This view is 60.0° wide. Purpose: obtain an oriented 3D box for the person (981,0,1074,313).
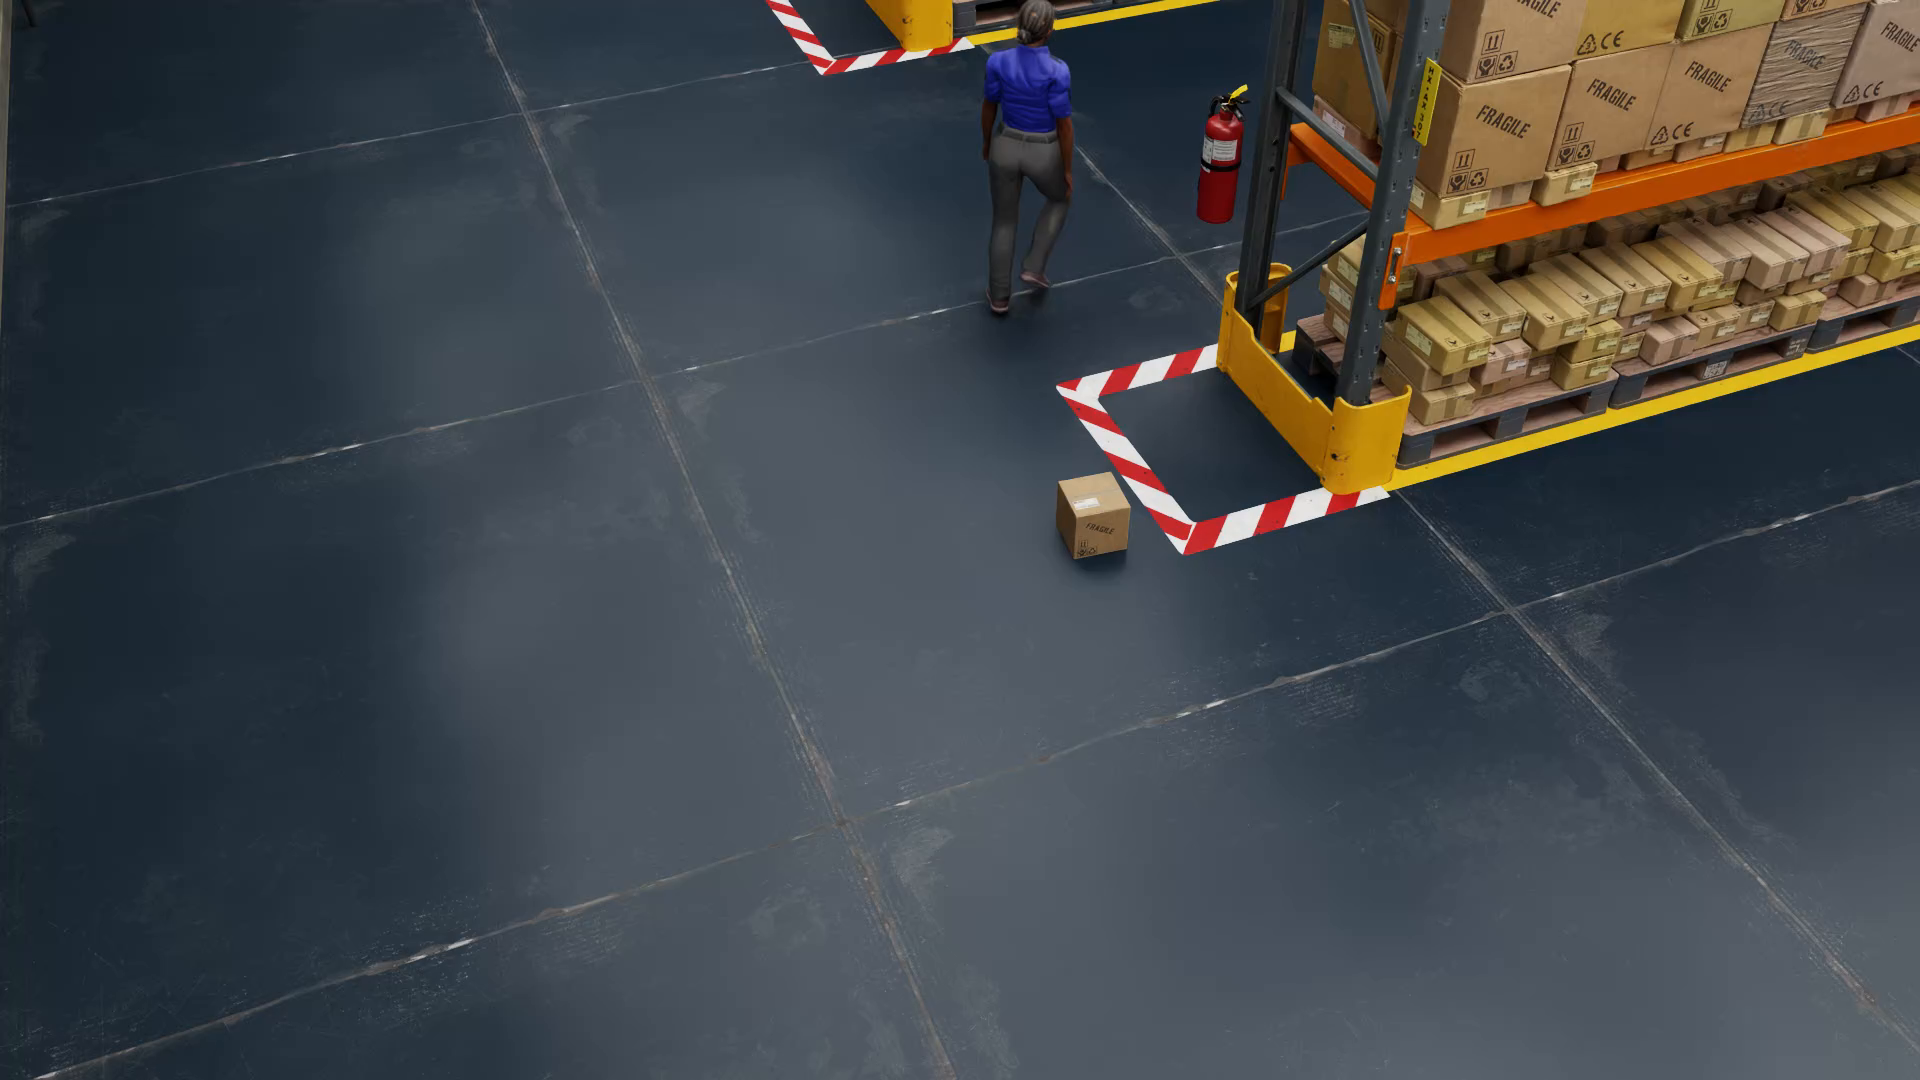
[{"bbox_3d":[0.338,-1.904,8.277,0.507,1.663,0.470,9,43,10],"label":"person"}]
